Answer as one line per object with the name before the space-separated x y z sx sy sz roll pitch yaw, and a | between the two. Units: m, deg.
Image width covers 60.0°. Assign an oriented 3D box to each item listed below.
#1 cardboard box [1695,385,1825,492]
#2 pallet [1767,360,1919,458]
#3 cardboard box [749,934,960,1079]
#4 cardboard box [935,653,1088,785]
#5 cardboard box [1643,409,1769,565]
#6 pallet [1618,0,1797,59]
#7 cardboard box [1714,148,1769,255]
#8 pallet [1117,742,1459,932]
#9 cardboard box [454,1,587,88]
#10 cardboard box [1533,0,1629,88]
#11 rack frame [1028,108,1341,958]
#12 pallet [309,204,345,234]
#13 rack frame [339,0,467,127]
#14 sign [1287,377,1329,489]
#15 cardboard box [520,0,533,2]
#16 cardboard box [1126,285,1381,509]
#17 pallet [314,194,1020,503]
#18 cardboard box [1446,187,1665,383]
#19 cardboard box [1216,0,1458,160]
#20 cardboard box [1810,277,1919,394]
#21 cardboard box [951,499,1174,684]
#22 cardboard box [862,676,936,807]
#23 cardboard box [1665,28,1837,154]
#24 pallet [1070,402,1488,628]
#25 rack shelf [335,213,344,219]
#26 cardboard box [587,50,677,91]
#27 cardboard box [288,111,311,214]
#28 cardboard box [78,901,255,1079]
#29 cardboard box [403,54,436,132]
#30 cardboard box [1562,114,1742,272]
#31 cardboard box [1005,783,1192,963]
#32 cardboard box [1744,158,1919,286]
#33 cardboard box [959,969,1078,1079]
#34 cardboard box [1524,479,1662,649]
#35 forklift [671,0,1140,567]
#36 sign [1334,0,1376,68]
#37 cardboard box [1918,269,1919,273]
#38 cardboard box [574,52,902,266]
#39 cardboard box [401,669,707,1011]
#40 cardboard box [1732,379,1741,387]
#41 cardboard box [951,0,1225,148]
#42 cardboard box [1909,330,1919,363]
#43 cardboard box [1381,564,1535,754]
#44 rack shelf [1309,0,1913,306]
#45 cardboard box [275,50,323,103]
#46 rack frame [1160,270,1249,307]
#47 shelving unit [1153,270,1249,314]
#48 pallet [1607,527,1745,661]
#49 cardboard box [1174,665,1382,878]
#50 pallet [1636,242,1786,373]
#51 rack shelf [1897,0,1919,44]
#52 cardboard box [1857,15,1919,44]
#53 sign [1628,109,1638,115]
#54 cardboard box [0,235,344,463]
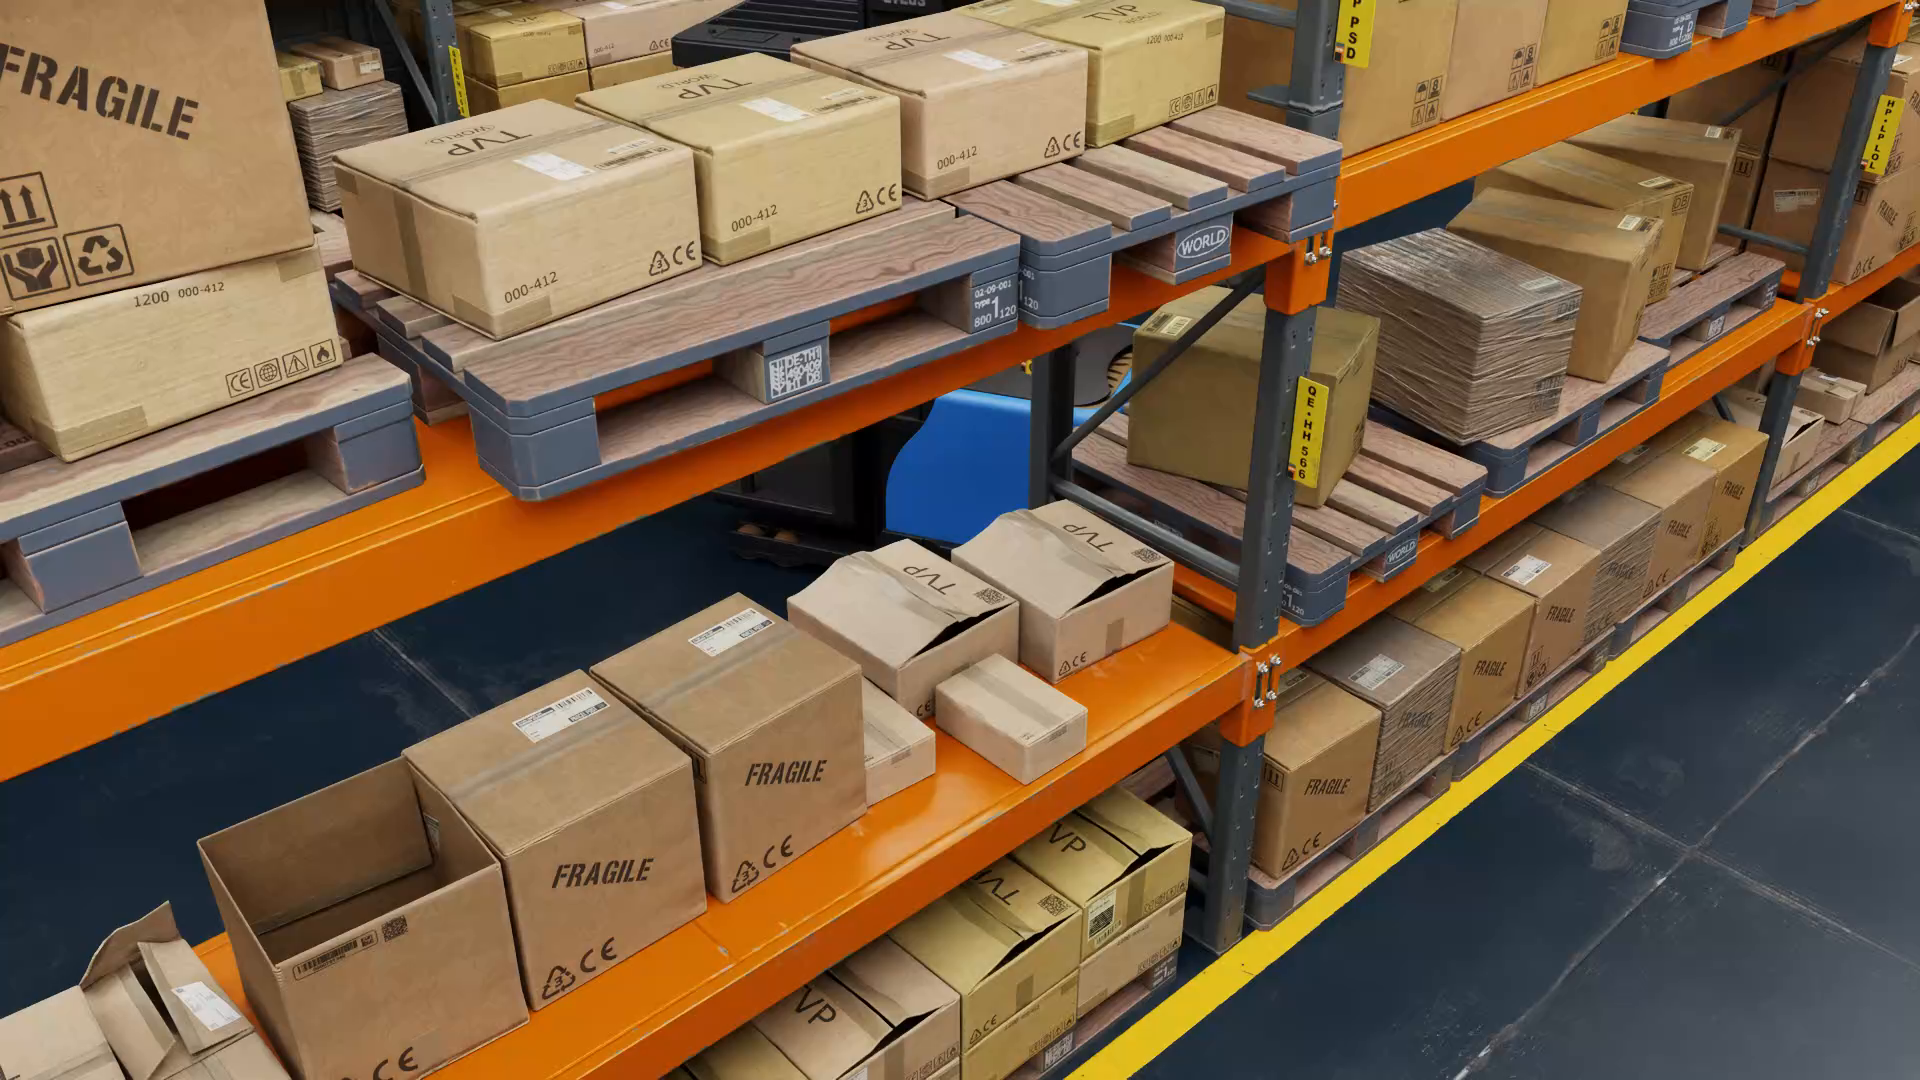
cardboard box | 4.004 -0.548 8.427 0.500 0.311 0.500 -26 40 -35
pallet | 4.949 -0.930 9.569 1.213 0.211 1.003 -26 40 -35
cardboard box | -0.349 1.377 4.819 0.500 0.311 0.500 -26 40 -36
cardboard box | 0.145 0.509 4.783 0.250 0.149 0.380 -26 40 -35
cardboard box | 3.383 -0.278 7.804 0.500 0.500 0.500 -26 40 -36
pallet | 2.265 -2.068 6.061 1.003 0.211 1.213 -26 40 -35
cardboard box | 3.742 -1.760 8.157 0.500 0.500 0.500 -25 39 -35
pallet | 1.190 0.916 6.549 1.213 0.211 1.003 -26 40 -35
cardboard box | -2.225 -2.487 8.323 0.500 0.250 0.500 -25 39 -34
cardboard box | 1.669 -1.878 5.475 0.500 0.500 0.910 -26 40 -35
rack frame | 0.616 -0.023 5.412 0.127 3.000 1.000 -26 40 -35
pallet | -3.205 -1.541 8.079 1.003 0.211 1.213 -26 40 -35
rack frame | -2.754 -1.917 8.509 0.127 3.000 1.000 -26 40 -35
sign | 0.996 -0.306 4.765 0.005 0.325 0.100 -26 40 -35
cardboard box | -2.216 -2.857 8.928 0.500 0.250 0.500 -27 41 -37
cardboard box | 1.002 -0.511 5.712 0.700 0.500 0.500 15 35 23
pallet | -0.638 -0.549 3.579 1.213 0.211 1.003 -24 39 -33
cardboard box | 2.296 -1.013 6.533 0.700 0.500 0.500 18 36 27
cardboard box | 0.913 -1.513 4.878 0.500 0.500 0.910 -26 40 -35
cardboard box | 4.924 -1.233 9.362 0.637 0.503 0.797 -26 40 -35
cardboard box | 0.320 0.127 5.252 0.500 0.311 0.500 -23 38 -33
cardboard box | -0.280 0.558 4.703 0.250 0.149 0.380 -23 38 -32
cardboard box | 3.744 -2.189 7.901 0.500 0.500 0.500 -26 40 -35
pallet | 1.066 -0.208 5.899 1.003 0.211 1.213 -26 40 -35
rack shelf | -4.221 -0.900 7.537 4.000 0.370 1.077 -26 40 -35
cardboard box | -1.834 -2.351 8.820 0.500 0.500 0.500 -24 39 -34
cardboard box | -3.484 -1.768 7.748 0.700 0.500 0.500 25 39 35
cardboard box | -1.797 1.071 3.752 0.258 0.266 0.396 -27 40 -37
cardboard box | -2.587 -2.363 8.839 0.500 0.500 0.500 -26 40 -35
cardboard box | 3.050 -1.581 7.462 0.700 0.500 0.500 15 35 23
cardboard box | 0.400 1.012 5.416 0.500 0.311 0.500 -25 39 -34
cardboard box | 4.109 -1.561 7.832 0.500 0.500 0.500 -25 39 -34
cardboard box | 0.021 1.435 5.261 0.500 0.250 0.500 -26 40 -36
cardboard box | 2.646 0.071 7.232 0.500 0.500 0.500 -25 39 -35
forklift | -0.588 -1.366 7.674 3.031 2.935 1.130 11 33 17
sign | 0.988 -1.342 4.122 0.005 0.325 0.100 -26 40 -35
cardboard box | 5.942 -1.815 10.654 0.250 0.149 0.380 -26 40 -35
cardboard box | -0.477 -0.844 3.621 0.500 0.250 0.500 -27 40 -36
cardboard box | -0.989 0.723 4.097 0.500 0.500 0.500 -26 40 -35
cardboard box | 3.774 -0.874 8.778 0.500 0.500 0.500 -26 40 -35
cardboard box | 0.322 -1.235 4.261 0.500 0.250 0.500 26 40 35
cardboard box | 5.534 -1.263 9.653 0.500 0.250 0.500 -26 40 -35
cardboard box | 1.896 0.440 6.630 0.500 0.500 0.500 -26 40 -36
rack shelf | 2.083 -1.705 5.977 4.000 0.370 1.077 -26 40 -35
cardboard box | -3.213 -2.170 7.784 0.380 0.149 0.250 22 38 31
rack frame | 1.150 -1.028 7.918 0.400 2.100 0.015 2 32 3
shelving unit | 1.167 -1.155 8.126 0.431 2.100 0.503 2 32 3
pallet | 2.979 0.051 7.964 1.213 0.211 1.003 -26 40 -35
cardboard box | 1.145 0.804 6.035 0.500 0.500 0.500 -24 39 -34
pallet | 2.889 -1.118 7.387 1.213 0.211 1.003 -26 40 -35
rack shelf | 5.016 -3.124 8.298 4.000 0.370 1.077 -26 40 -35
cardboard box | 4.464 -2.154 7.842 0.500 0.500 0.500 -27 41 -37
sign | 3.175 -2.016 7.842 0.005 0.325 0.100 -26 40 -35
cardboard box | -1.458 -0.410 2.911 0.500 0.250 0.500 25 39 34
